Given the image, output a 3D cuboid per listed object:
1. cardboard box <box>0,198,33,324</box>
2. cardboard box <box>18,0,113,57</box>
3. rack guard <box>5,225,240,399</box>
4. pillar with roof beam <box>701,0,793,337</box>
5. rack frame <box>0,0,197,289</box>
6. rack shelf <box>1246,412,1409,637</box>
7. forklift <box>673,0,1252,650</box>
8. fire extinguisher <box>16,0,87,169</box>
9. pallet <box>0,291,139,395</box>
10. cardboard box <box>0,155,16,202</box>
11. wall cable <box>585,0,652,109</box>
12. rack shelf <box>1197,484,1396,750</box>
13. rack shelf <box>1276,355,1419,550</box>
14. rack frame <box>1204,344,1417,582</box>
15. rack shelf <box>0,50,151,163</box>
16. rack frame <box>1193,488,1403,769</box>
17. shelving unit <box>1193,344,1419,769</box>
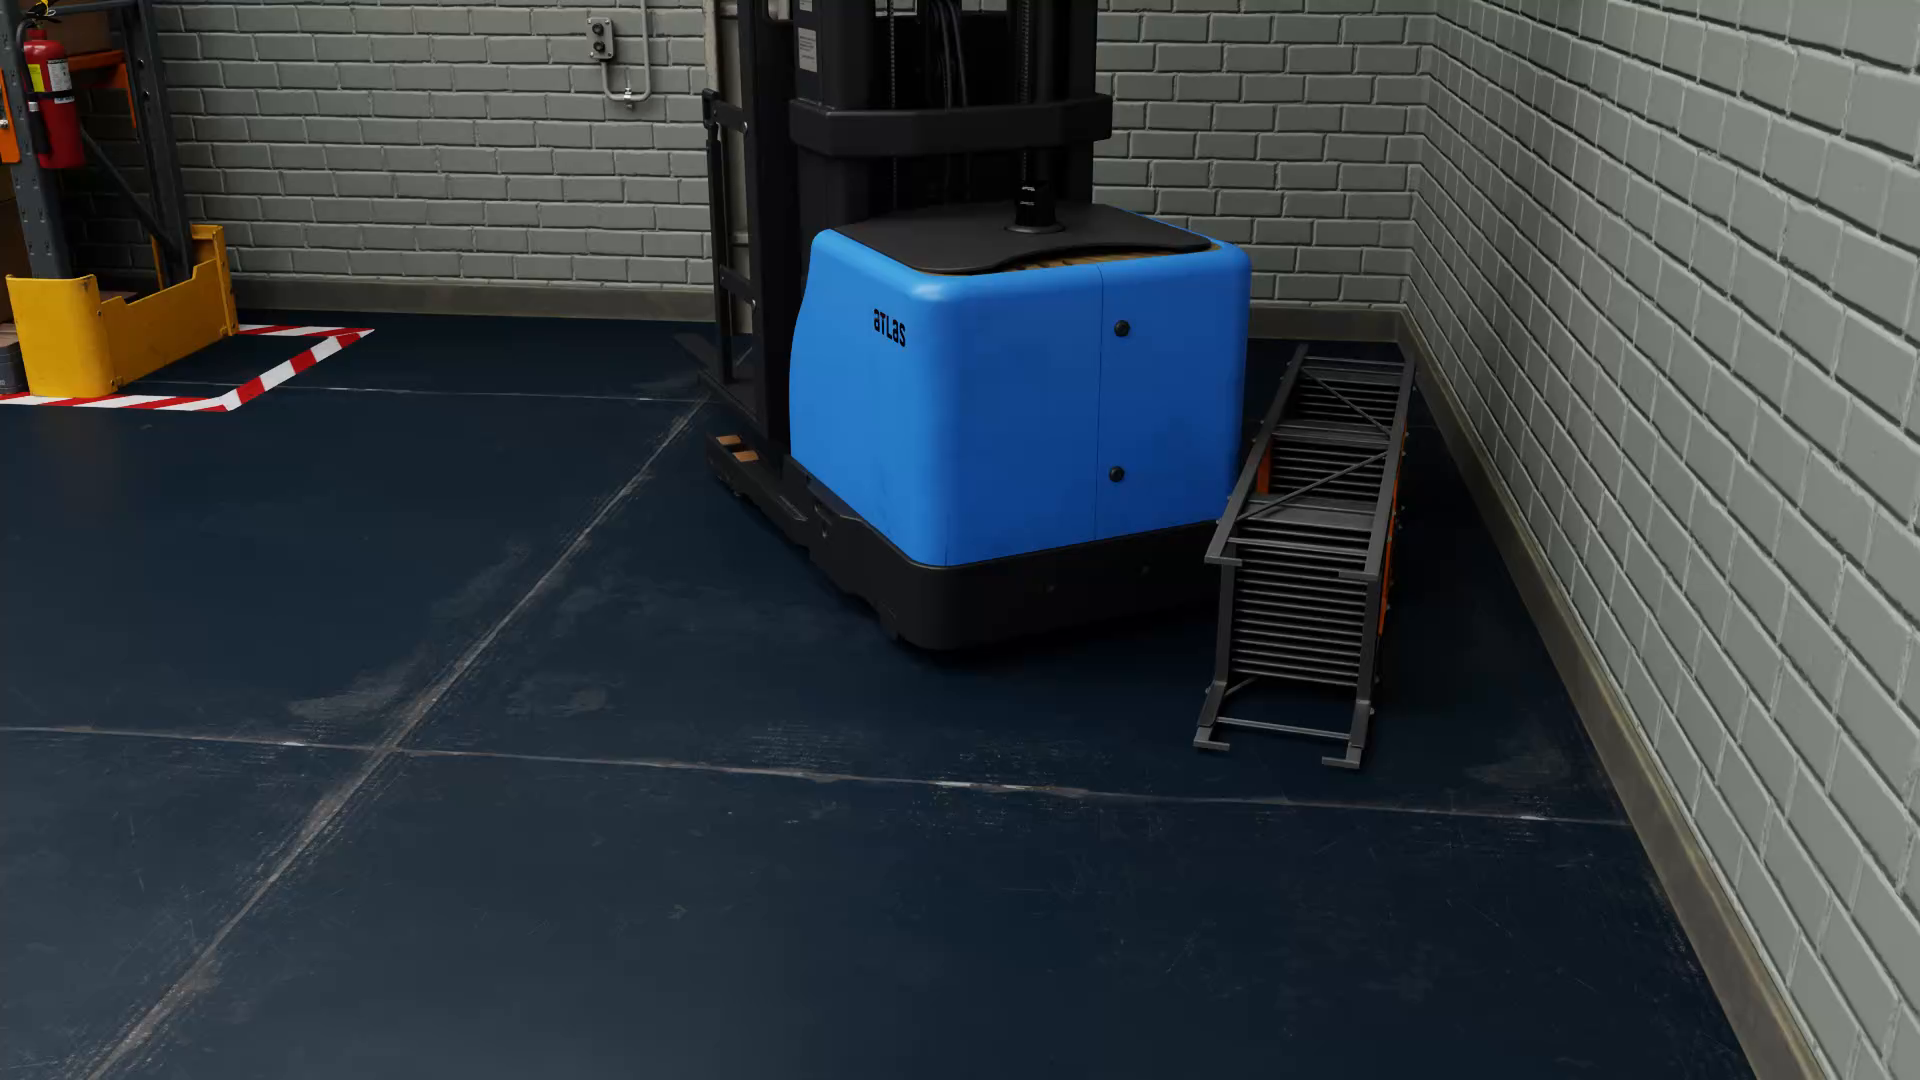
[{"bbox_3d":[-4.413,-1.230,7.301,0.500,0.500,0.700,2,22,6],"label":"cardboard box"},{"bbox_3d":[-4.213,-2.362,6.926,0.700,0.700,0.980,3,22,9],"label":"cardboard box"},{"bbox_3d":[-3.682,-1.040,7.391,0.348,0.500,1.175,2,22,6],"label":"rack guard"},{"bbox_3d":[-1.429,-3.621,2.359,0.400,9.000,9.100,2,22,6],"label":"pillar with roof beam"},{"bbox_3d":[-3.706,-2.204,6.934,0.127,3.000,1.000,2,22,6],"label":"rack frame"},{"bbox_3d":[1.066,-0.061,4.883,0.431,0.480,0.518,6,22,16],"label":"rack shelf"},{"bbox_3d":[-0.263,-1.570,5.426,1.130,2.935,3.031,-10,24,-23],"label":"forklift"},{"bbox_3d":[-3.610,-1.819,6.574,0.183,0.674,0.296,2,22,6],"label":"fire extinguisher"},{"bbox_3d":[-4.509,-0.913,7.462,1.213,0.211,1.003,2,22,6],"label":"pallet"},{"bbox_3d":[-4.265,-1.600,7.353,0.250,0.149,0.380,3,22,7],"label":"cardboard box"},{"bbox_3d":[-2.323,-2.966,7.481,1.851,1.984,0.084,2,22,6],"label":"wall cable"},{"bbox_3d":[0.865,0.179,4.258,0.431,0.480,0.518,6,22,16],"label":"rack shelf"},{"bbox_3d":[1.267,-0.302,5.509,0.431,0.480,0.518,6,22,16],"label":"rack shelf"},{"bbox_3d":[1.071,-0.294,4.808,0.400,0.015,2.100,6,22,16],"label":"rack frame"},{"bbox_3d":[-5.692,-1.956,7.285,4.000,0.370,1.077,2,22,6],"label":"rack shelf"},{"bbox_3d":[1.069,0.162,4.983,0.400,0.015,2.100,6,22,16],"label":"rack frame"},{"bbox_3d":[1.070,-0.066,4.895,0.431,0.503,2.100,6,22,16],"label":"shelving unit"}]
